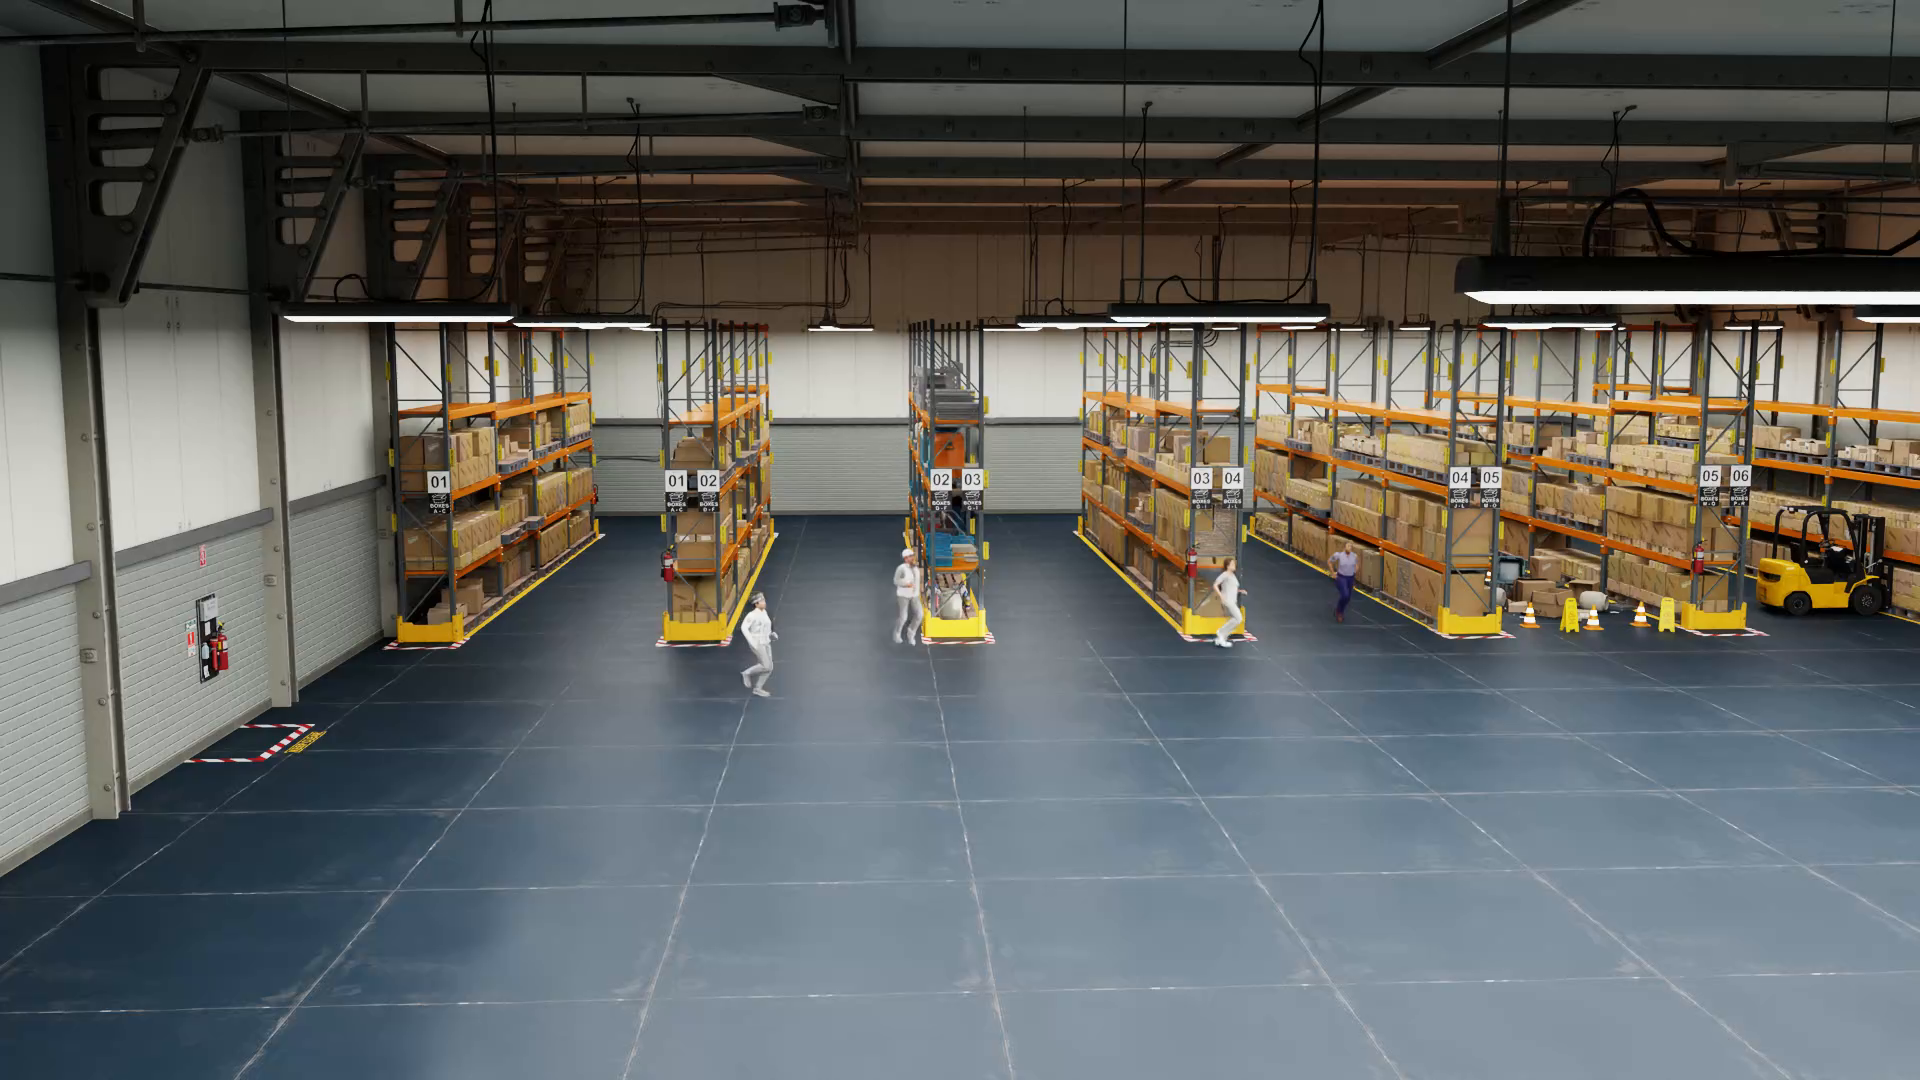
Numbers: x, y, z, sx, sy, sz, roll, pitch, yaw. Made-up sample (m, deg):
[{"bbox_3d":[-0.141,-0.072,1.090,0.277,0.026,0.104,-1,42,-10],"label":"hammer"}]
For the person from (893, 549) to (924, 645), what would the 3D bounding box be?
[{"bbox_3d":[-0.934,1.060,30.803,0.660,1.802,0.656,-5,9,-36],"label":"person"}]

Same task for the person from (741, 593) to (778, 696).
[{"bbox_3d":[-3.177,1.652,26.404,0.523,1.659,0.668,3,8,25],"label":"person"}]

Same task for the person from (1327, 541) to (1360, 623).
[{"bbox_3d":[7.681,0.828,33.188,0.591,1.638,0.716,-2,7,-19],"label":"person"}]

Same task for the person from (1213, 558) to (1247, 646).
[{"bbox_3d":[4.970,1.147,30.476,0.596,1.637,0.548,4,8,29],"label":"person"}]
